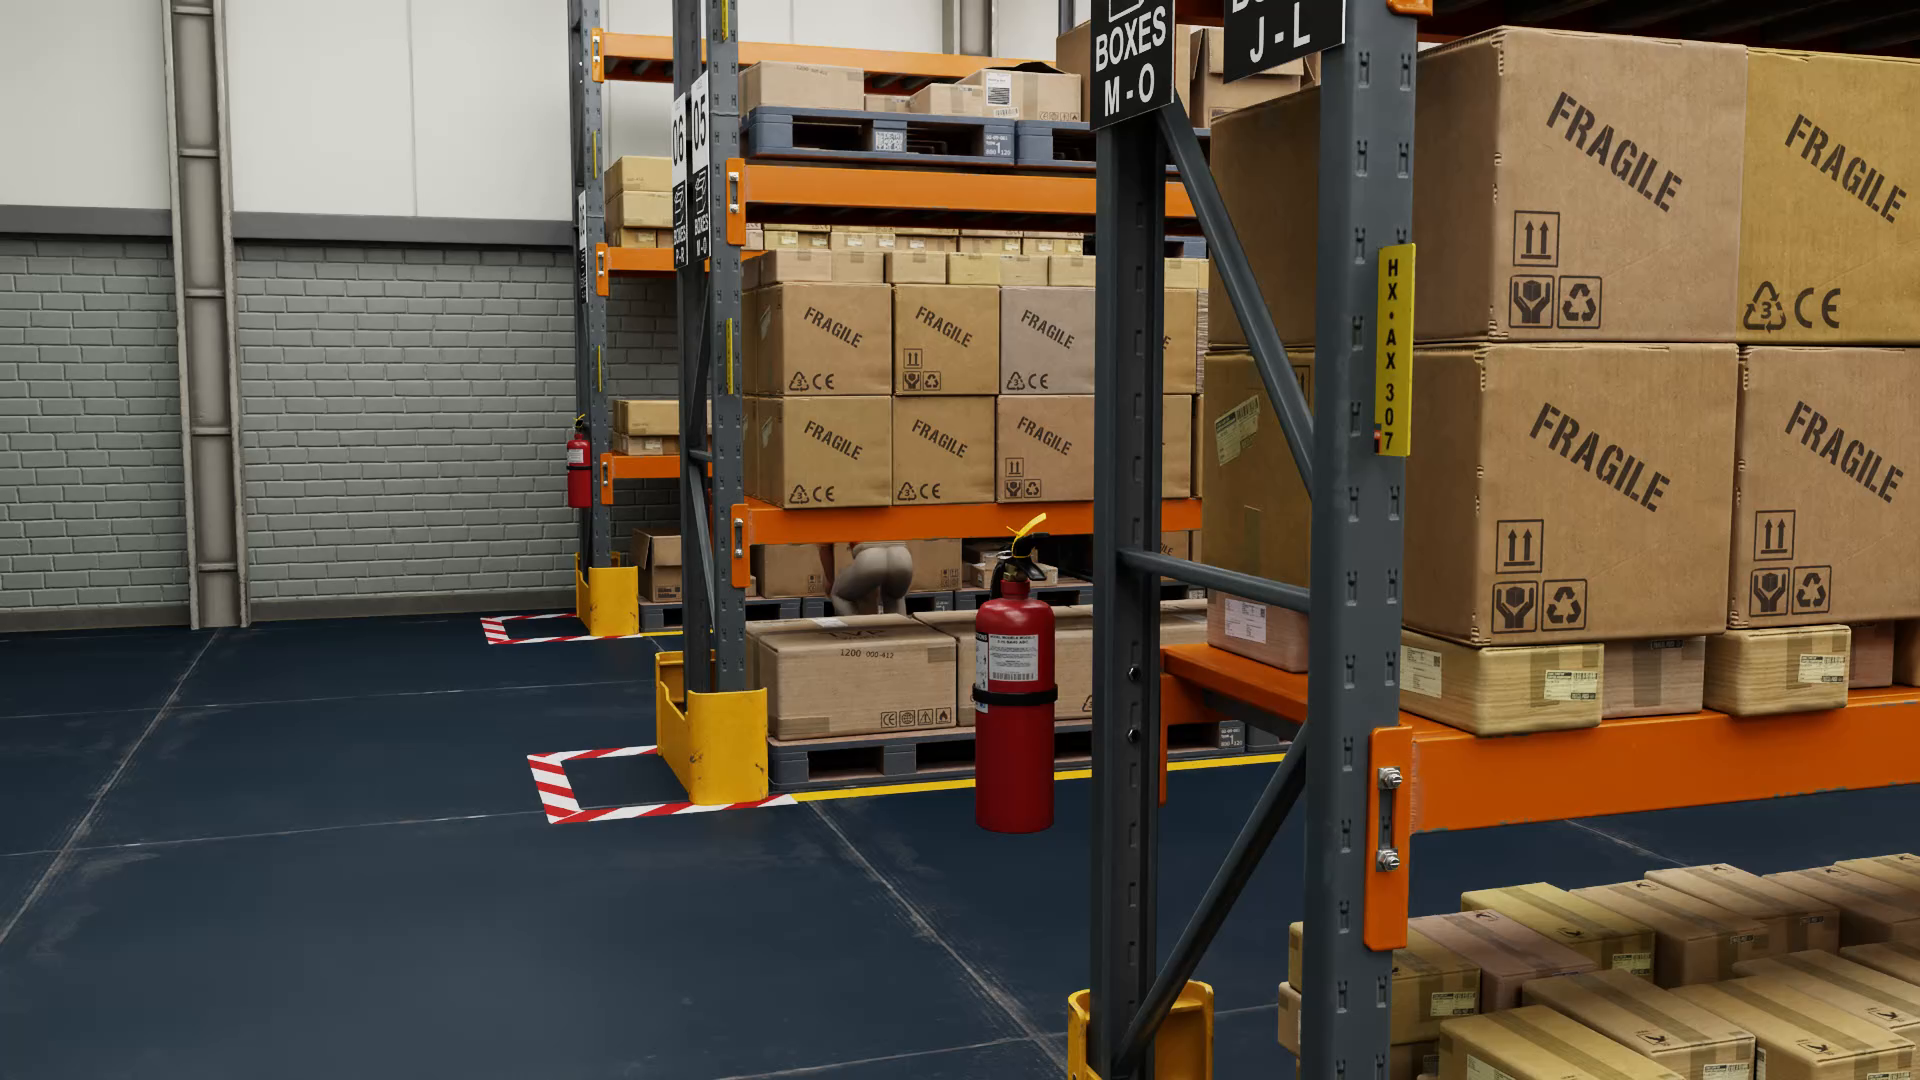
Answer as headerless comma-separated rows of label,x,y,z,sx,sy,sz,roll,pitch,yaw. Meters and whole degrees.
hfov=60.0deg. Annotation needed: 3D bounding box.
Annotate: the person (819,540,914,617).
person,-0.635,0.179,11.269,0.581,1.208,0.798,-2,6,-19
